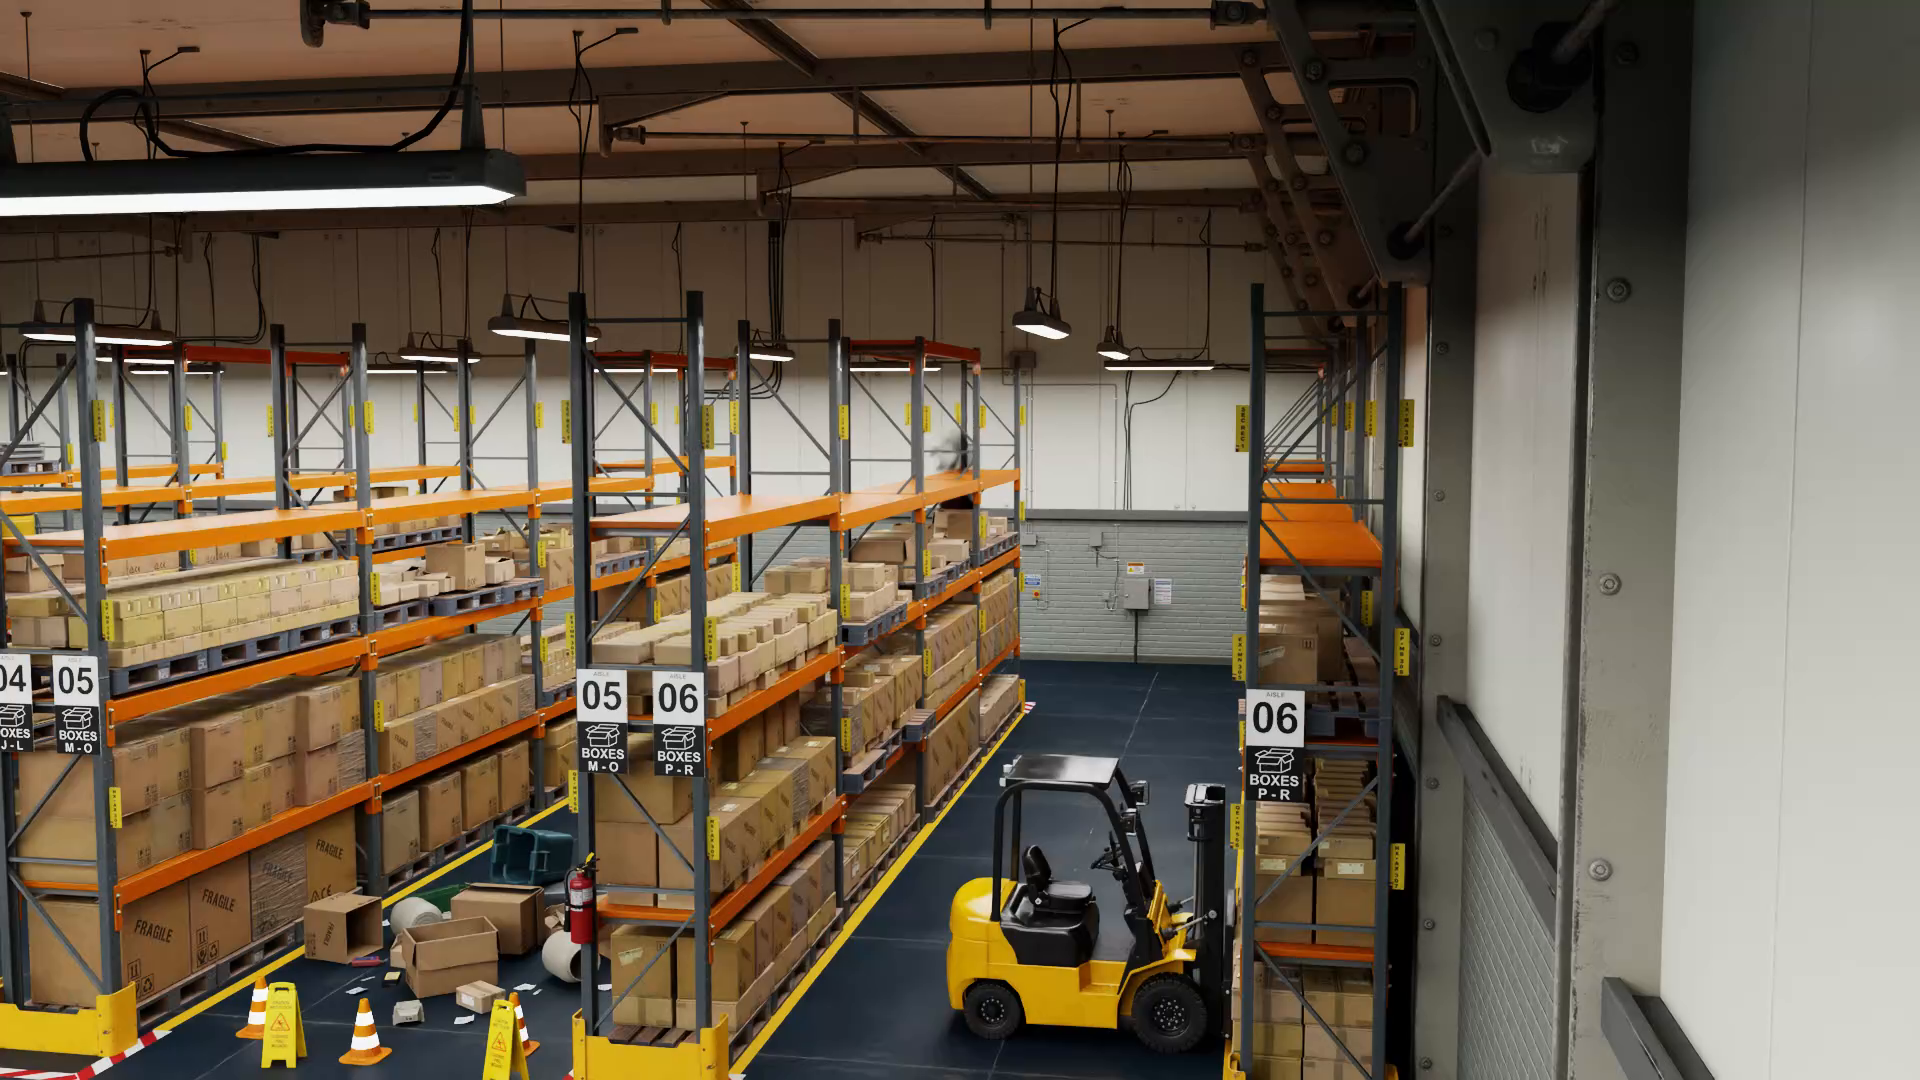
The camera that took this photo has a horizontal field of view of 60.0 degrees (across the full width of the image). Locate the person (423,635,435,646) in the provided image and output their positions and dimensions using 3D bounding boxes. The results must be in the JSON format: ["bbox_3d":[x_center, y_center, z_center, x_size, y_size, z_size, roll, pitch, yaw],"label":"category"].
[{"bbox_3d":[-8.178,2.275,25.755,0.580,1.670,0.856,0,5,6],"label":"person"}]
